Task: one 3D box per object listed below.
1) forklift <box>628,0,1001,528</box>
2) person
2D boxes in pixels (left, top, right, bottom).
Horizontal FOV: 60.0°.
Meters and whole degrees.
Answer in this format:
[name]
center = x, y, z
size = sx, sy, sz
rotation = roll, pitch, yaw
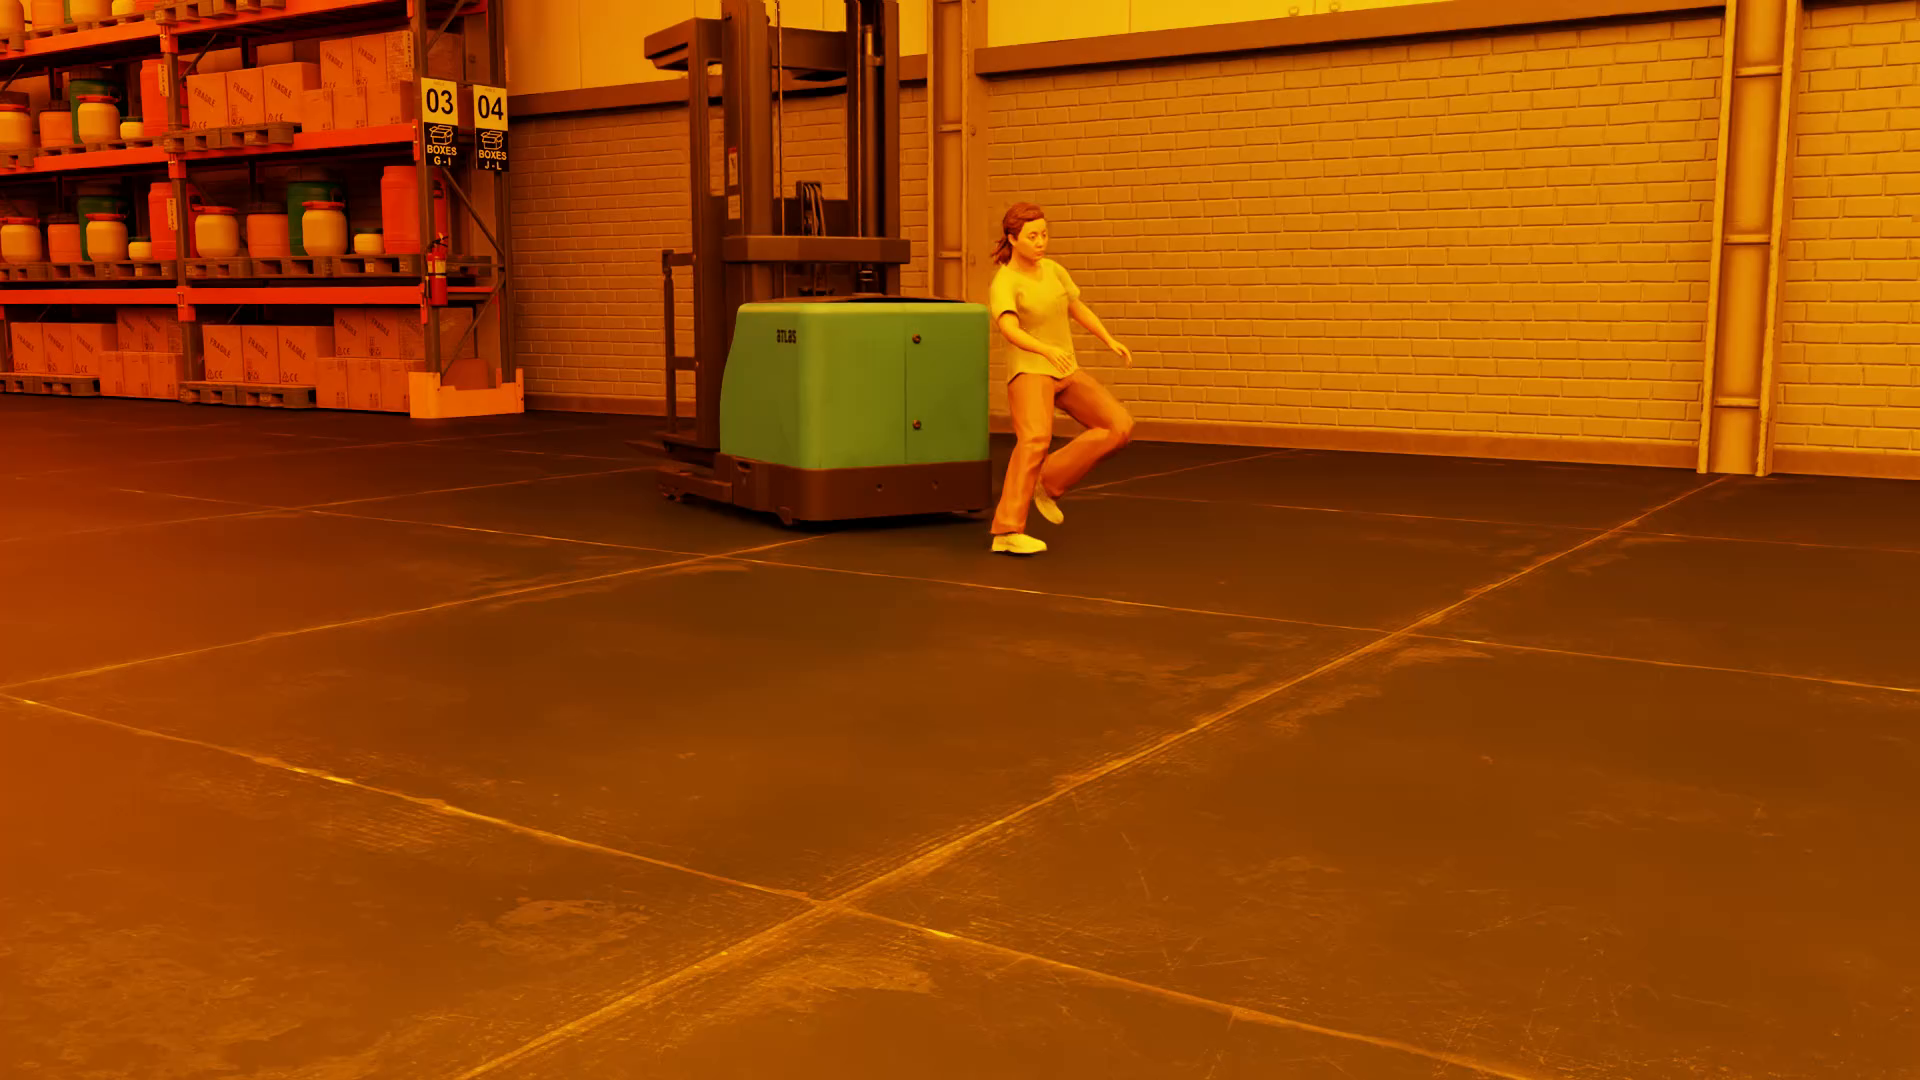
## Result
[forklift]
center = -0.986, -1.674, 8.965
size = 1.130, 2.935, 3.031
rotation = -5, 9, -30
[person]
center = 0.478, -0.730, 7.345
size = 0.739, 1.513, 0.684
rotation = -7, 11, -41
